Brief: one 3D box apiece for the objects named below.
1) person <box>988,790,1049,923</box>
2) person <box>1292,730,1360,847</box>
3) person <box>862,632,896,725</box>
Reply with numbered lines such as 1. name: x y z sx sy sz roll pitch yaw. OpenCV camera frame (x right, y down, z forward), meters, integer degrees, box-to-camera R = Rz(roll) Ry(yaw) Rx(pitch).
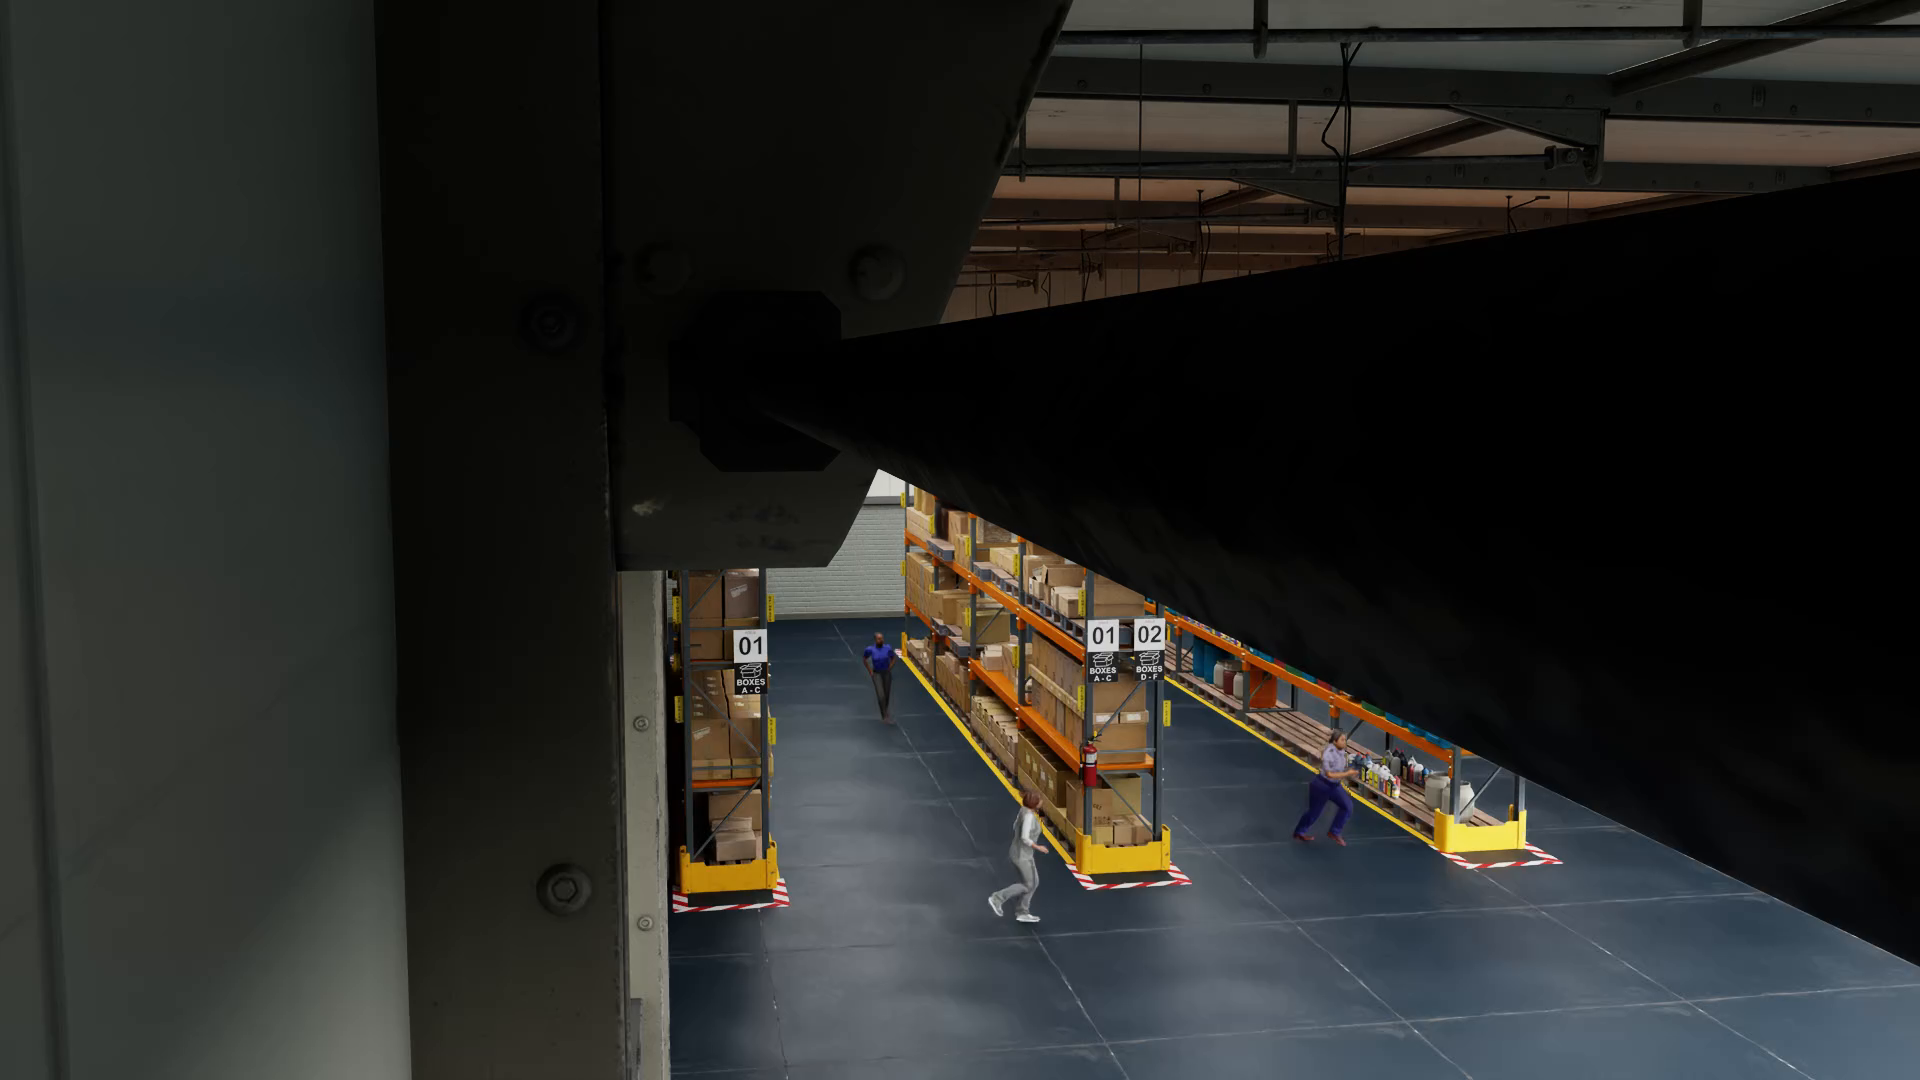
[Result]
1. person: 0.670 3.610 18.970 0.688 1.548 0.536 0 6 2
2. person: 4.835 3.272 21.921 0.905 1.601 0.541 5 8 39
3. person: -1.444 2.427 29.738 0.598 1.627 0.840 -1 6 -9
